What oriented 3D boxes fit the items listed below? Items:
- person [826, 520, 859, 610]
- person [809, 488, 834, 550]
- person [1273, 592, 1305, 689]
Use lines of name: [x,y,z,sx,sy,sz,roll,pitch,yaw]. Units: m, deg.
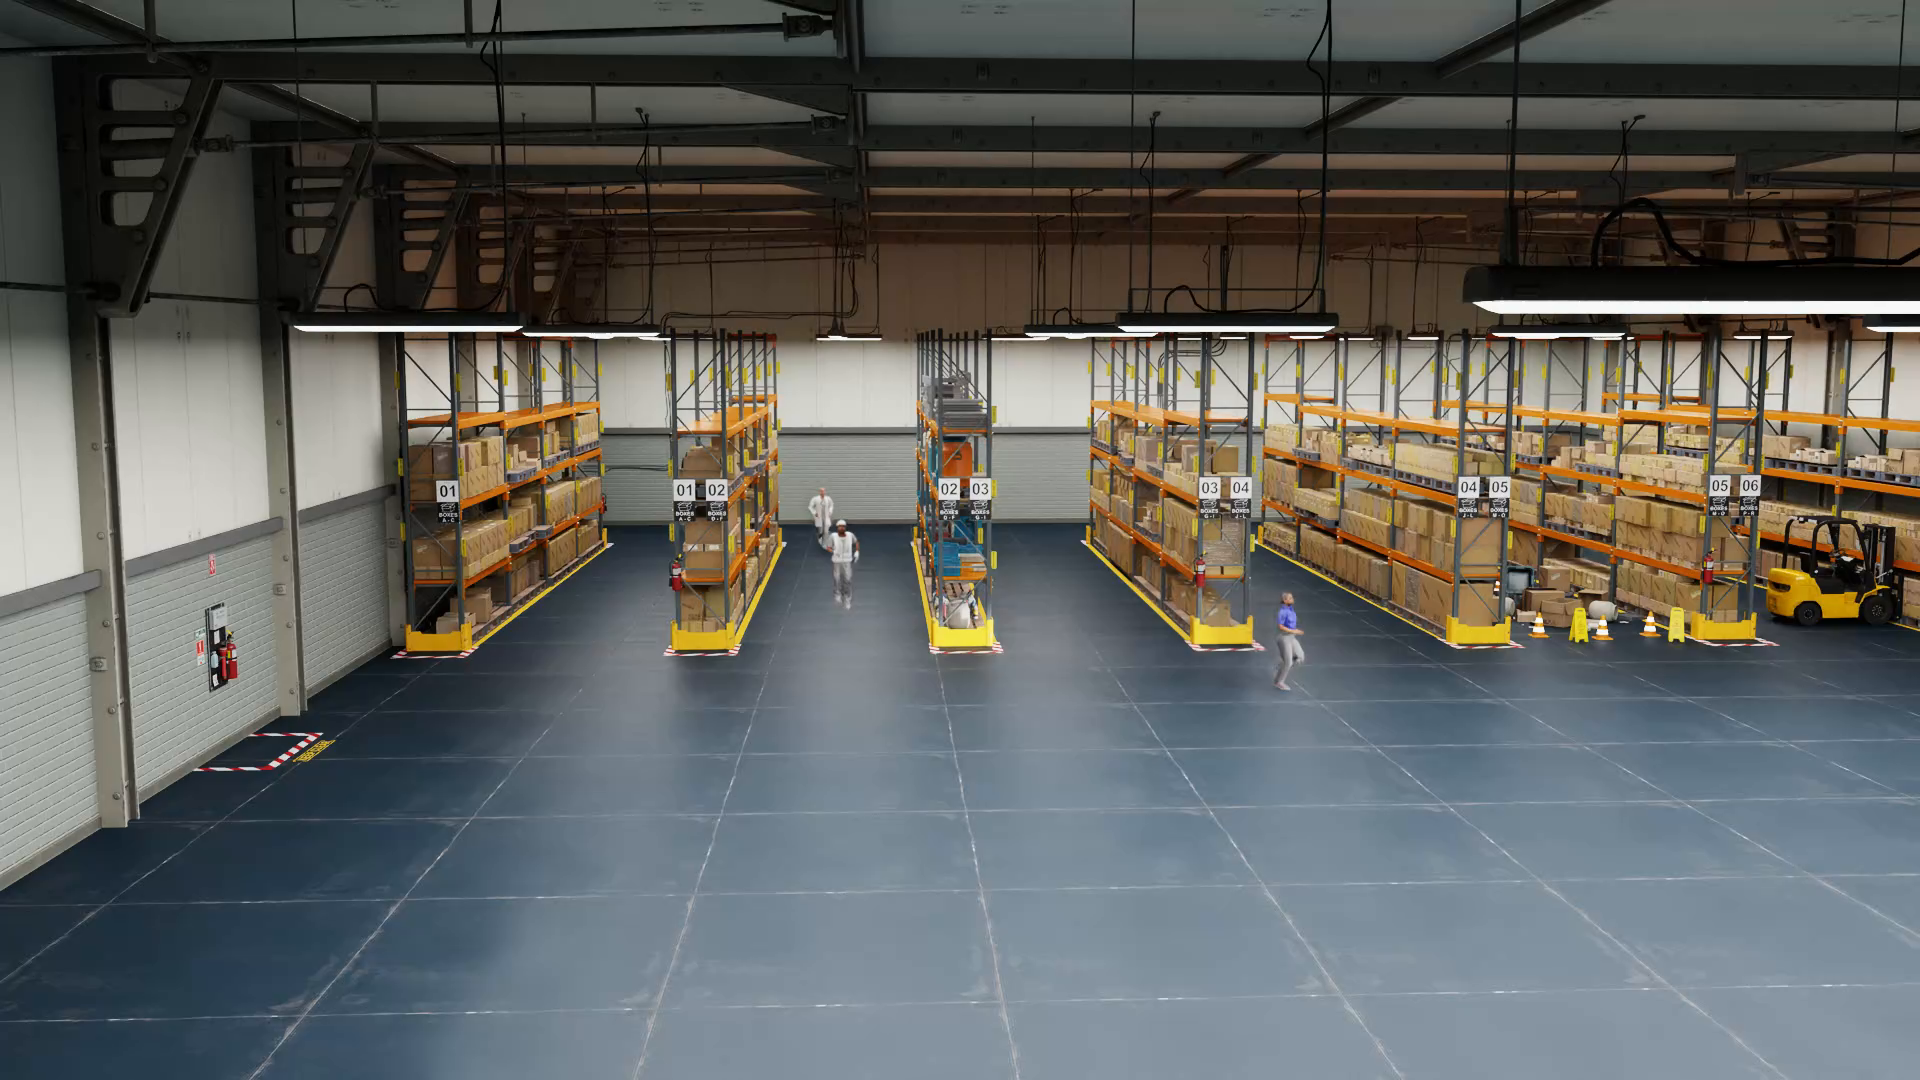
person: [-2.427,0.520,34.525,0.711,1.889,0.713,-1,7,-11]
person: [-3.874,-0.608,46.586,0.720,1.740,0.732,-2,7,-17]
person: [5.475,1.670,27.612,0.528,1.624,0.624,4,8,31]
